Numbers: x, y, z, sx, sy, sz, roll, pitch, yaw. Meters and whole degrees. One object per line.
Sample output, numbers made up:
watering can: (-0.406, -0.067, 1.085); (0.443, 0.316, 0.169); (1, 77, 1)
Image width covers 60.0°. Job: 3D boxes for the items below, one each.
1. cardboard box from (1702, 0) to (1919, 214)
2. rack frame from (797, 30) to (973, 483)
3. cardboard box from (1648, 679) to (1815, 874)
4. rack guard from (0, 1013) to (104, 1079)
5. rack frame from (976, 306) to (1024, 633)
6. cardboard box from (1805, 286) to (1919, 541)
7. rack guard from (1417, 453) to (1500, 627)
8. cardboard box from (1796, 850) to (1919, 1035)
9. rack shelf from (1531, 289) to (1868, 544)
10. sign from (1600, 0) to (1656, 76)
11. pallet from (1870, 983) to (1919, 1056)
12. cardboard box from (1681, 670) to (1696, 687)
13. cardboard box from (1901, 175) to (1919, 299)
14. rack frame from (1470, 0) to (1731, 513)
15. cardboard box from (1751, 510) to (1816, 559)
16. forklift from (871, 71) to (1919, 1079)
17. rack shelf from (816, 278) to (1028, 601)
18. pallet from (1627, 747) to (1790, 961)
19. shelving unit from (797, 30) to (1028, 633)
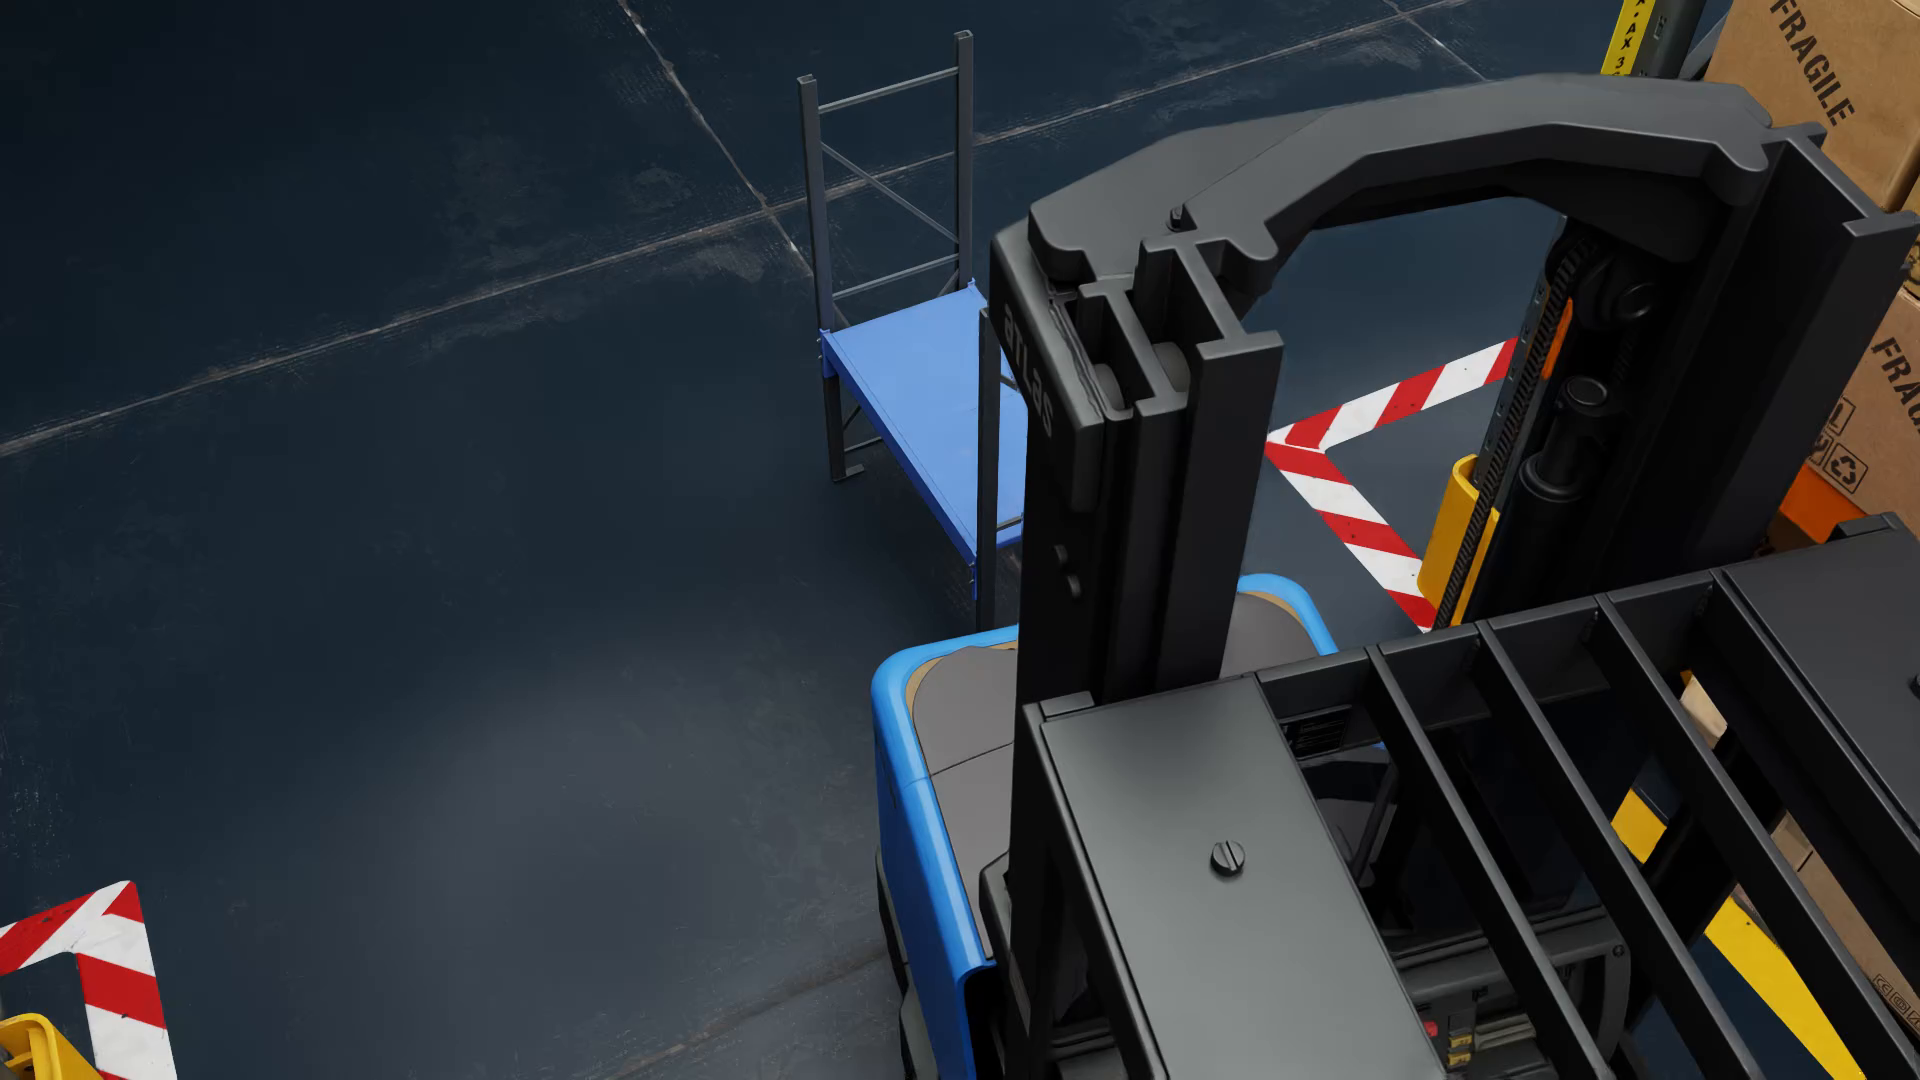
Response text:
cardboard box: (1.919, -0.981, 3.385); (0.500, 0.500, 0.500); (-20, 52, -16)
rack frame: (-0.194, -0.777, 4.933); (0.500, 1.500, 0.032); (-21, 52, -18)
cardboard box: (2.176, 0.550, 4.311); (0.500, 0.250, 0.500); (-21, 52, -18)
rack guard: (-2.464, 1.509, 3.598); (1.175, 0.500, 0.348); (-21, 52, -18)
rack frame: (0.272, -0.096, 4.338); (0.500, 1.500, 0.032); (-21, 52, -18)
cardboard box: (2.160, -0.309, 3.461); (0.500, 0.500, 0.500); (-22, 52, -18)
rack guard: (1.985, -0.133, 5.034); (1.175, 0.500, 0.348); (-21, 52, -18)
cardboard box: (2.405, 0.884, 4.018); (0.500, 0.250, 0.500); (-21, 52, -18)
rack shelf: (2.866, 0.568, 3.238); (1.077, 0.370, 4.000); (-21, 52, -18)
sign: (1.468, -1.105, 3.649); (0.100, 0.325, 0.005); (-21, 52, -18)
pallet: (2.905, 1.311, 3.964); (1.003, 0.211, 1.213); (-21, 52, -18)
cardboard box: (1.951, 0.347, 4.544); (0.380, 0.166, 0.250); (-21, 52, -18)
cardboard box: (2.165, -0.634, 3.081); (0.500, 0.500, 0.500); (-21, 52, -17)
rack frame: (1.950, -1.007, 4.138); (1.000, 3.000, 0.127); (-21, 52, -18)
cardboard box: (2.418, -0.050, 4.669); (0.500, 0.500, 0.500); (-21, 52, -18)
forklift: (0.668, 0.970, 2.455); (1.130, 2.935, 3.031); (-12, 50, -10)
rack shelf: (0.039, -0.318, 4.771); (0.538, 0.185, 1.000); (-21, 52, -18)
pallet: (2.351, 0.495, 4.677); (1.003, 0.211, 1.213); (-21, 52, -18)
shelving unit: (0.039, -0.437, 4.636); (0.538, 1.500, 1.048); (-21, 52, -18)
